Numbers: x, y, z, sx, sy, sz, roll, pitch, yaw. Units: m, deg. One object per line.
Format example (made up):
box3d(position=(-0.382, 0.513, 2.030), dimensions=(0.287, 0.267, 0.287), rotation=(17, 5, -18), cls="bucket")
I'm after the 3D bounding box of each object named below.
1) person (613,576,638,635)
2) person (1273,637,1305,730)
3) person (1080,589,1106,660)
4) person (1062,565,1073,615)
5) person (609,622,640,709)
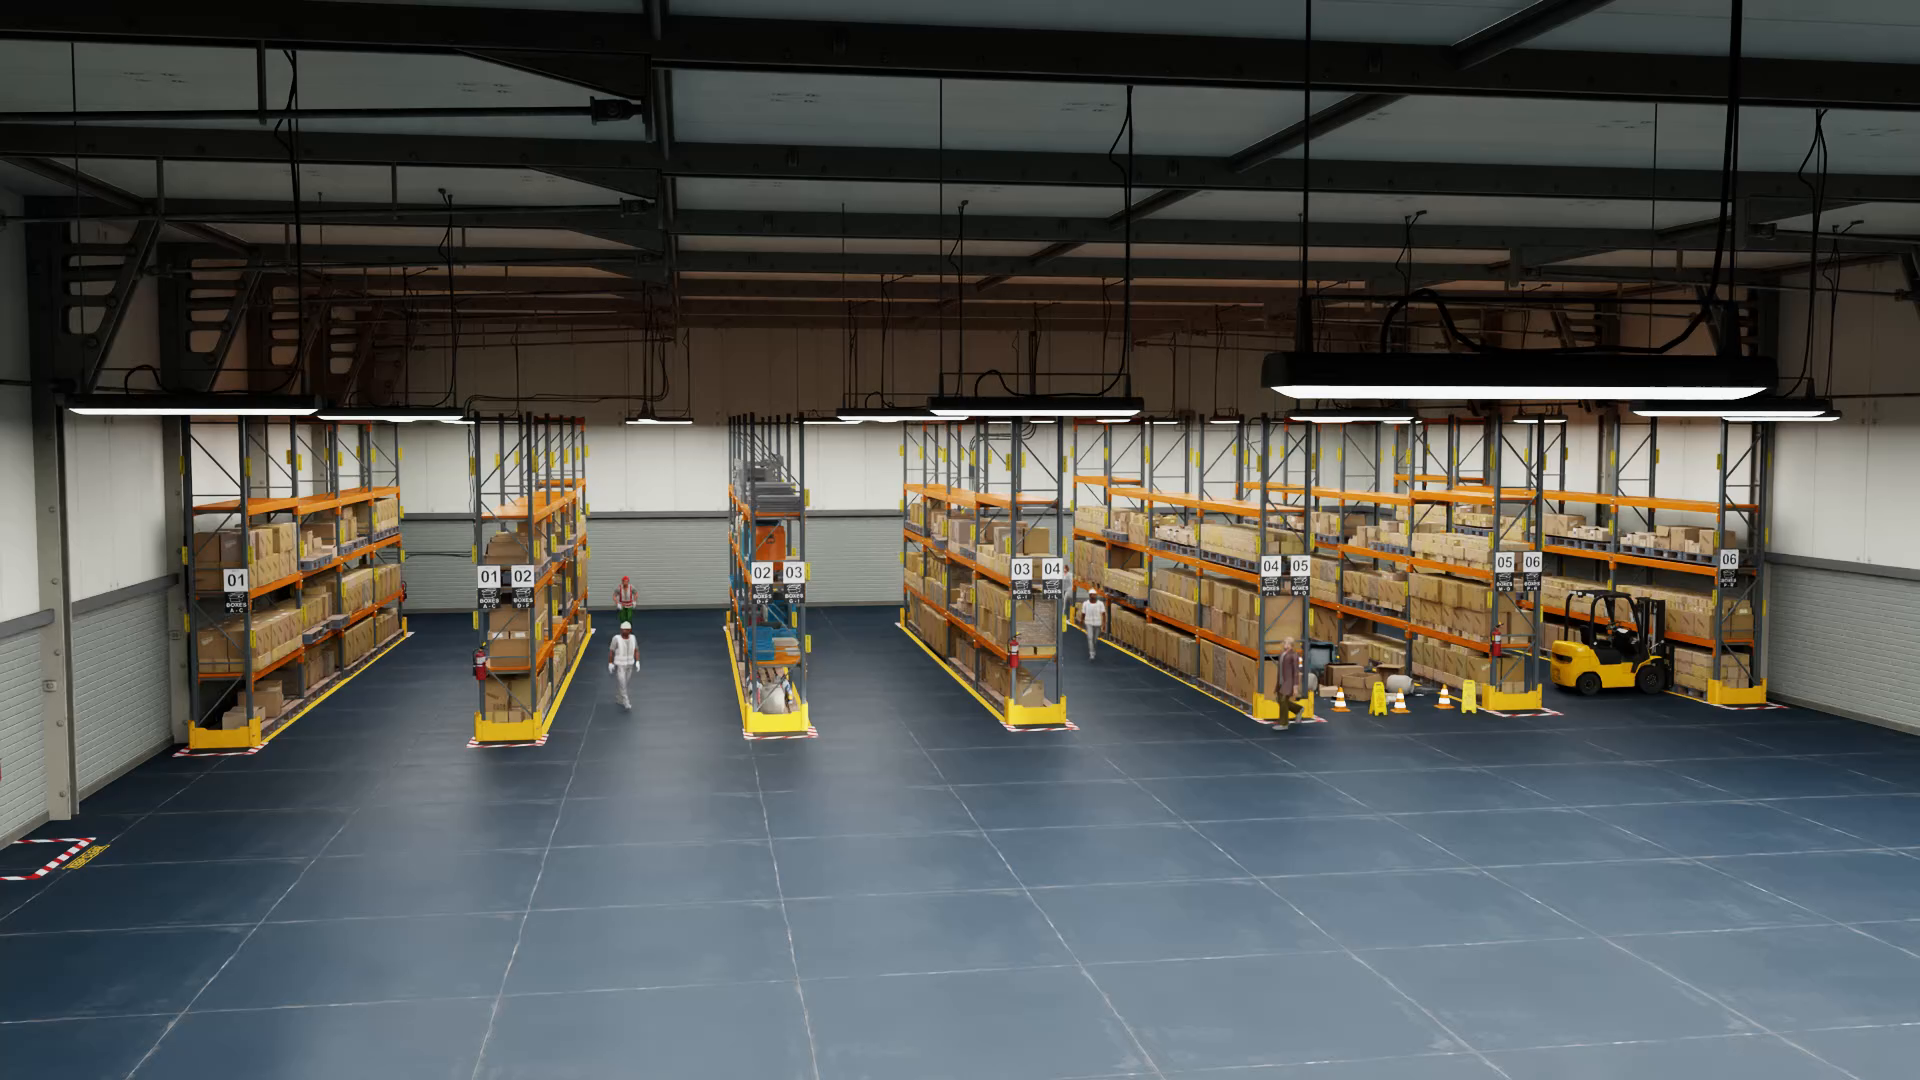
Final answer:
box3d(position=(-9.107, 1.811, 45.245), dimensions=(0.646, 1.686, 0.632), rotation=(0, 4, -3), cls="person")
box3d(position=(6.240, 2.742, 31.441), dimensions=(0.842, 1.655, 0.602), rotation=(-2, 4, -26), cls="person")
box3d(position=(3.300, 2.063, 40.951), dimensions=(0.594, 1.701, 1.072), rotation=(0, 4, -6), cls="person")
box3d(position=(3.199, 1.513, 50.373), dimensions=(0.419, 1.536, 0.991), rotation=(3, 5, 38), cls="person")
box3d(position=(-6.800, 2.524, 33.857), dimensions=(0.574, 1.725, 0.993), rotation=(-4, 5, -44), cls="person")
